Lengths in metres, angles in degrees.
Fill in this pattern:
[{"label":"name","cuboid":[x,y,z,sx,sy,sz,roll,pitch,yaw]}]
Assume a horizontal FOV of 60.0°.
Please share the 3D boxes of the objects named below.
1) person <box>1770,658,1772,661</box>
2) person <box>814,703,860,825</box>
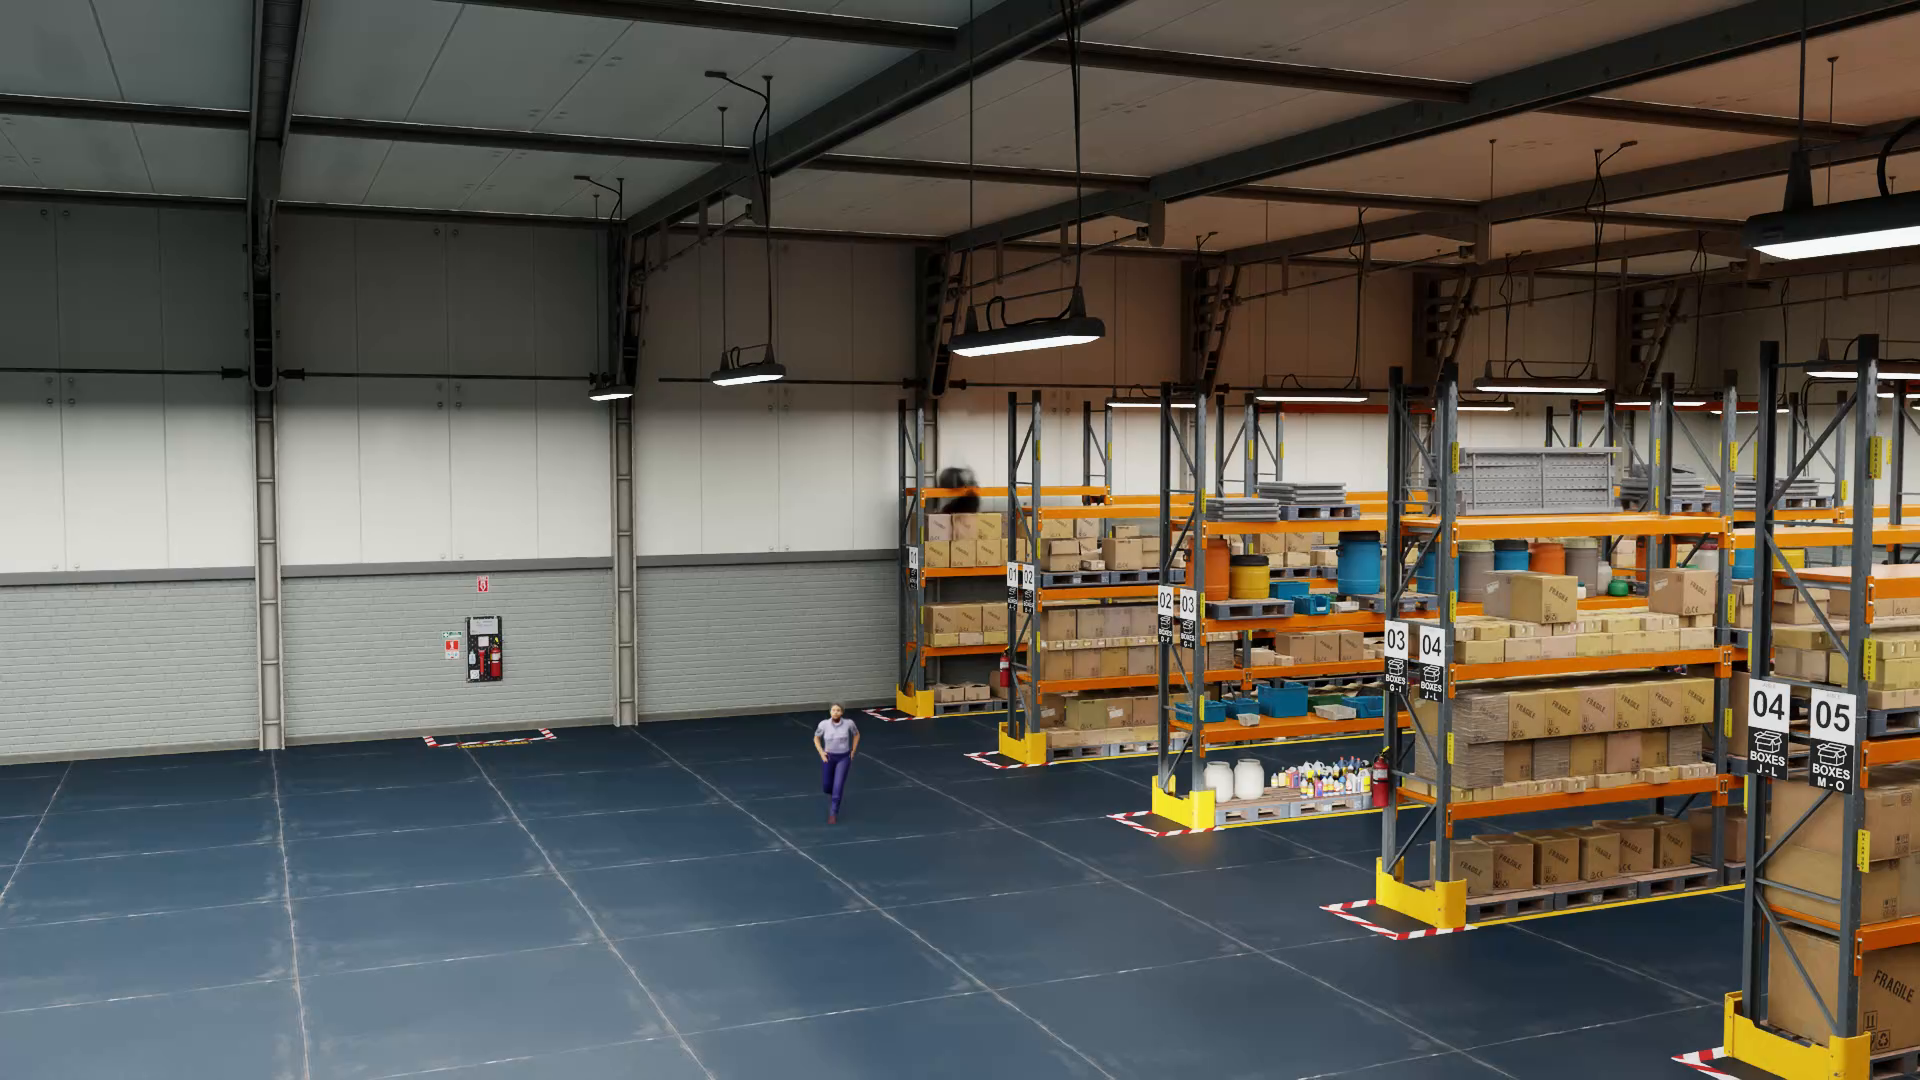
[{"label":"person","cuboid":[15.059,2.501,31.283,0.934,1.690,0.514,-2,4,-37]},{"label":"person","cuboid":[-1.691,3.039,22.853,0.631,1.623,0.784,0,3,0]}]
